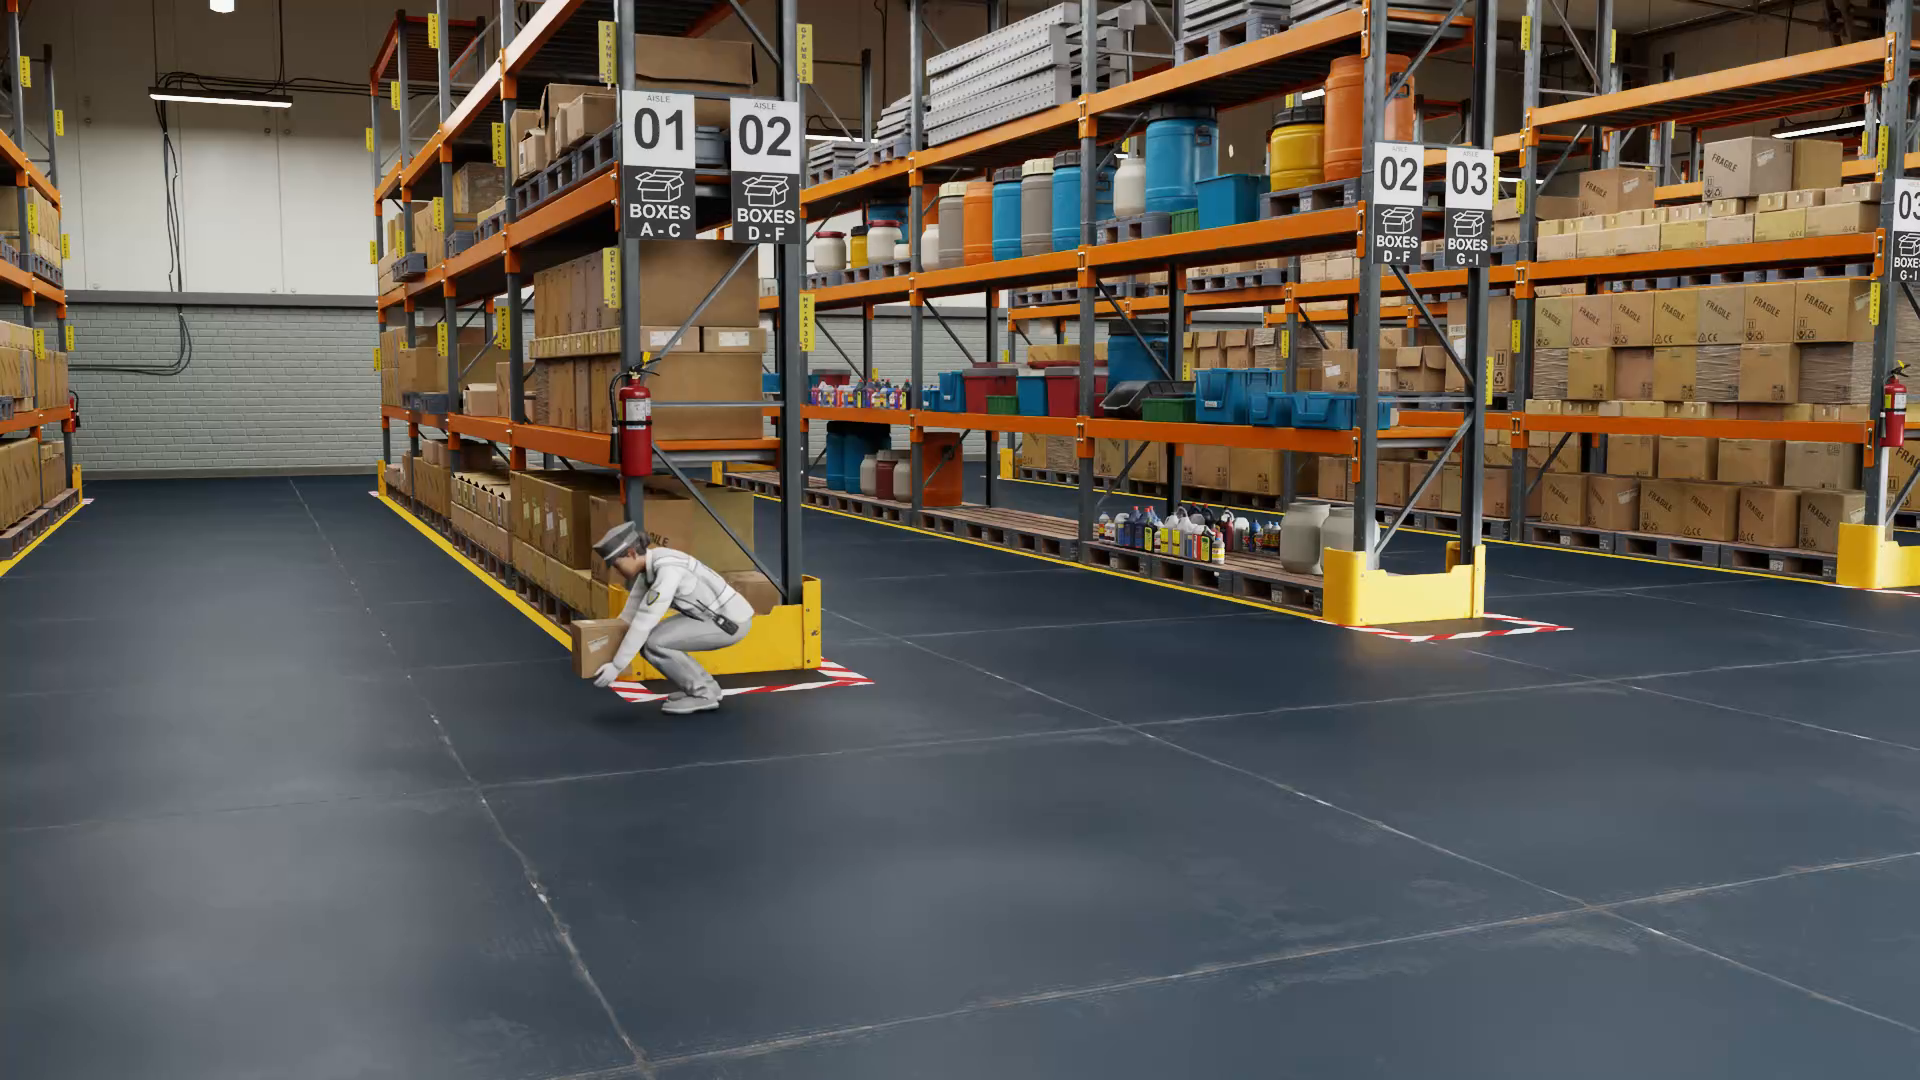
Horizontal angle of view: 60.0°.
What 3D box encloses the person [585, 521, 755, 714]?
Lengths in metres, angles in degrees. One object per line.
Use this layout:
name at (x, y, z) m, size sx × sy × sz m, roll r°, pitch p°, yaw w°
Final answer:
person at (-1.446, 0.379, 8.288) m, size 0.826 × 0.961 × 0.503 m, roll -2°, pitch 6°, yaw -16°
